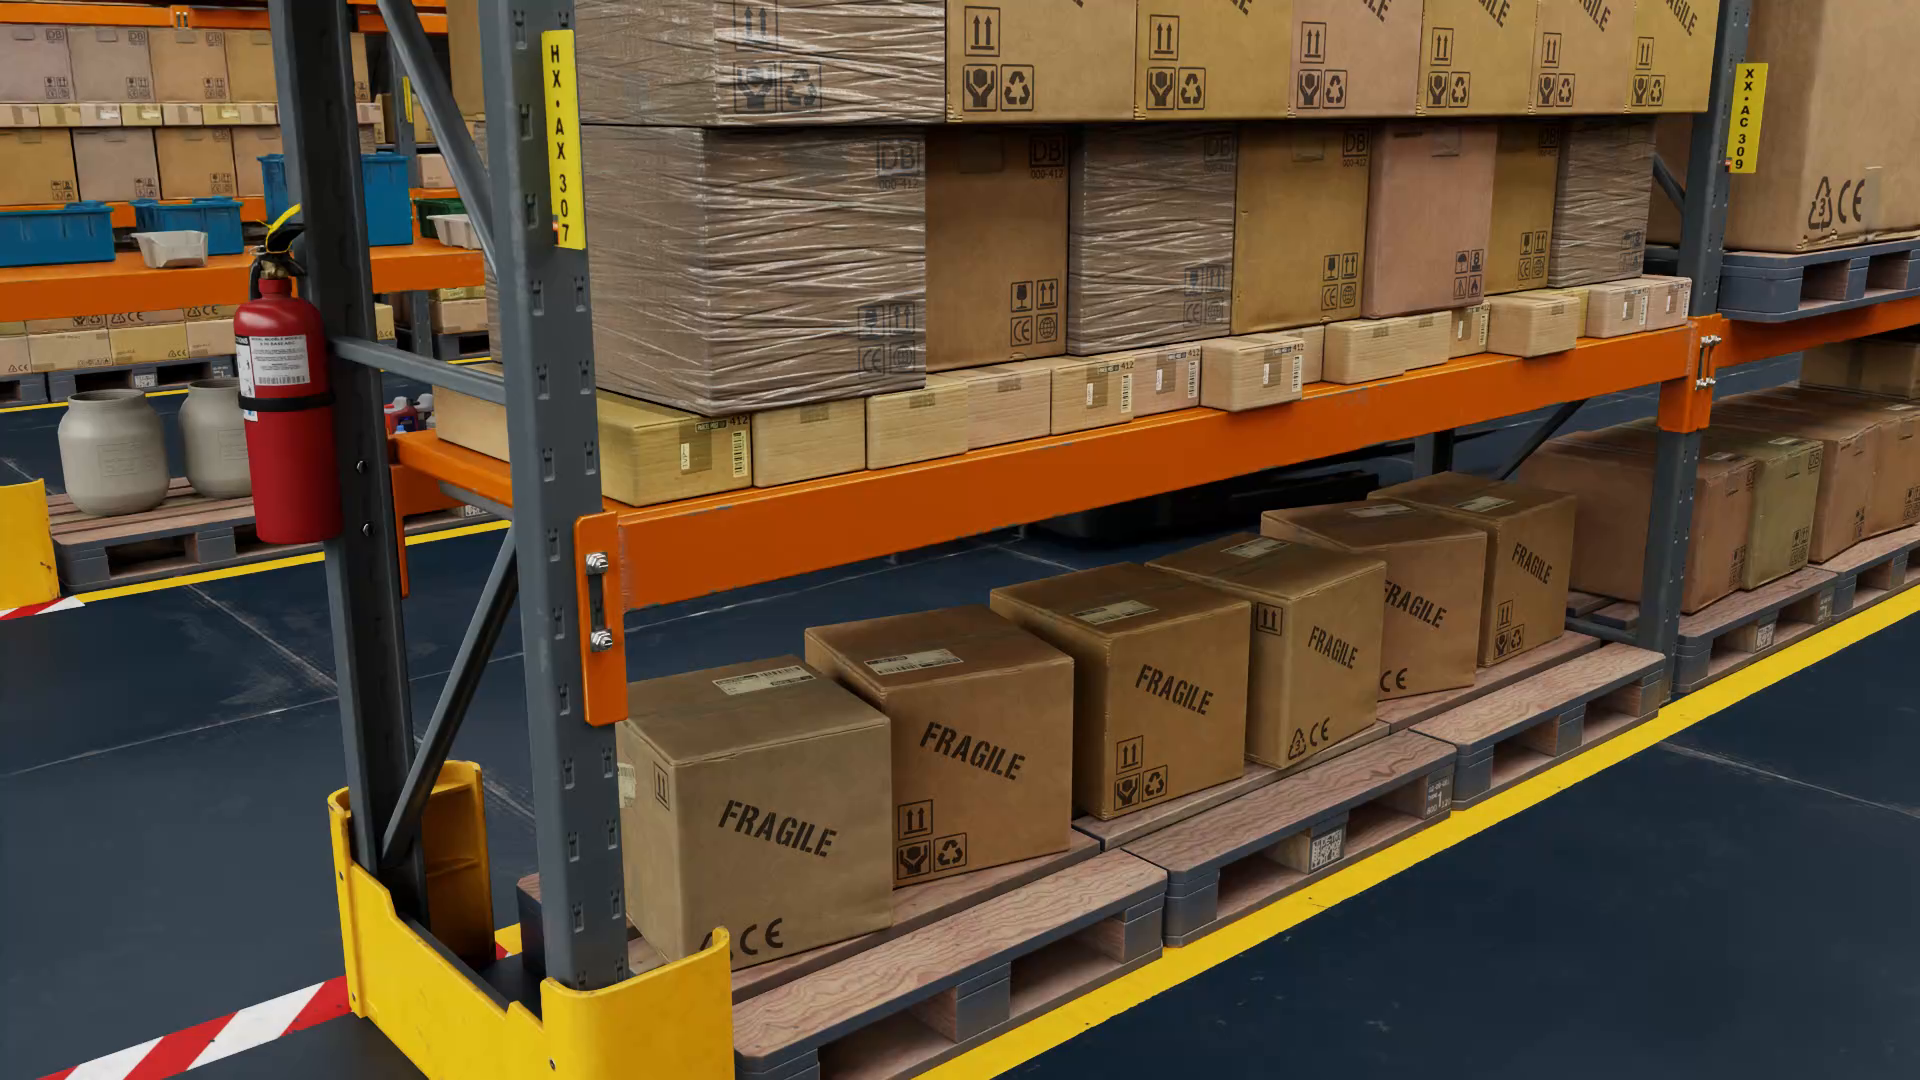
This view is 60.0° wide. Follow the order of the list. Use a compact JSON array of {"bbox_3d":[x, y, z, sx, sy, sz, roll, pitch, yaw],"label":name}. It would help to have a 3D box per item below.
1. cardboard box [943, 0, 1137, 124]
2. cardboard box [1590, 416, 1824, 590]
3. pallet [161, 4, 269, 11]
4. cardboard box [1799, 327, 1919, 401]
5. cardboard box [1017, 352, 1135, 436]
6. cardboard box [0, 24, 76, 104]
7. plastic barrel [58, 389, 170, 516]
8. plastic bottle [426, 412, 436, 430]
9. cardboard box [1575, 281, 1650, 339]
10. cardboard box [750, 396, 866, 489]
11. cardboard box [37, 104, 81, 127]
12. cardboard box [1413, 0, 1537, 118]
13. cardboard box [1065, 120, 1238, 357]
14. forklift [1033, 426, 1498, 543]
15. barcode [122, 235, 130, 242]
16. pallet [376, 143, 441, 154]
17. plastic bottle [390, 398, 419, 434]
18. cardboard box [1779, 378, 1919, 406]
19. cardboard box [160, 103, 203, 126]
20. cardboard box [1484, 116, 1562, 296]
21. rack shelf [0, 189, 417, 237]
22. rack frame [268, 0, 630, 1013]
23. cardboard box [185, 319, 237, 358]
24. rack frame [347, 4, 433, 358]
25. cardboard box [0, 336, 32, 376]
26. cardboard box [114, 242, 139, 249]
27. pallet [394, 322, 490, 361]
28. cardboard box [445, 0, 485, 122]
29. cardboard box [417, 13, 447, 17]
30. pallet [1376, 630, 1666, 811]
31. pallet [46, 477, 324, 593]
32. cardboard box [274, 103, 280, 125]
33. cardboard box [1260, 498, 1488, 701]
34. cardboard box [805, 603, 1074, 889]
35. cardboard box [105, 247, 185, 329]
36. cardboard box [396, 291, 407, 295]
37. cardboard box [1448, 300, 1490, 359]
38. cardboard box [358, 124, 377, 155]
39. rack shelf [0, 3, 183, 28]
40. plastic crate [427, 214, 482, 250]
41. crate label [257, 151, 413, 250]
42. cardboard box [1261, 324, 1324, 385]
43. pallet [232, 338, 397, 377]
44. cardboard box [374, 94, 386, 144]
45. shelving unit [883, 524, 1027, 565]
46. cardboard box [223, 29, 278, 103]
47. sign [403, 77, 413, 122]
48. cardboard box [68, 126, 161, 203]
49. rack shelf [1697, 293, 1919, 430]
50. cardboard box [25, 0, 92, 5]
[{"bbox_3d":[0.006,-1.101,3.353,0.500,0.500,0.500,-13,19,-39],"label":"cardboard box"},{"bbox_3d":[2.898,-0.162,6.536,0.500,0.500,0.700,-13,20,-40],"label":"cardboard box"},{"bbox_3d":[-7.171,-5.316,16.390,1.003,0.211,1.213,-13,19,-39],"label":"pallet"},{"bbox_3d":[4.186,-0.814,7.523,0.500,0.250,0.500,-10,18,-33],"label":"cardboard box"},{"bbox_3d":[0.170,-0.349,3.730,0.250,0.149,0.380,-13,19,-39],"label":"cardboard box"},{"bbox_3d":[-6.296,-3.168,11.091,0.500,0.500,0.700,-13,19,-39],"label":"cardboard box"},{"bbox_3d":[-3.775,-0.394,7.421,0.421,0.512,0.421,0,15,0],"label":"plastic barrel"},{"bbox_3d":[-2.714,-0.564,8.619,0.097,0.201,0.097,0,15,0],"label":"plastic bottle"},{"bbox_3d":[1.884,-0.725,5.138,0.250,0.149,0.380,-13,19,-39],"label":"cardboard box"},{"bbox_3d":[-0.397,-0.222,3.255,0.250,0.149,0.380,-13,19,-39],"label":"cardboard box"},{"bbox_3d":[-6.062,-2.837,11.107,0.250,0.149,0.380,-13,20,-40],"label":"cardboard box"},{"bbox_3d":[1.135,-1.356,4.307,0.500,0.500,0.500,-13,19,-39],"label":"cardboard box"},{"bbox_3d":[0.167,-0.767,4.039,0.500,0.500,0.875,-13,19,-39],"label":"cardboard box"},{"bbox_3d":[1.519,-1.671,8.326,3.031,2.935,1.130,-10,18,-32],"label":"forklift"},{"bbox_3d":[-8.272,-2.988,16.495,0.075,0.075,0.001,-13,19,-39],"label":"barcode"},{"bbox_3d":[-6.156,-4.115,17.715,1.213,0.211,1.003,-13,19,-39],"label":"pallet"},{"bbox_3d":[-2.845,-0.581,8.522,0.133,0.283,0.061,-13,19,-39],"label":"plastic bottle"},{"bbox_3d":[4.163,-0.449,7.610,0.700,0.500,0.500,14,20,42],"label":"cardboard box"},{"bbox_3d":[-5.475,-2.969,11.601,0.250,0.149,0.380,-12,19,-38],"label":"cardboard box"},{"bbox_3d":[1.268,-1.030,5.025,0.500,0.500,0.875,-13,19,-39],"label":"cardboard box"},{"bbox_3d":[-5.961,-2.223,11.655,4.000,0.370,1.077,-13,19,-39],"label":"rack shelf"},{"bbox_3d":[-0.970,-0.303,3.071,0.127,3.000,1.000,-13,19,-39],"label":"rack frame"},{"bbox_3d":[-5.410,-1.493,12.040,0.500,0.250,0.500,-13,19,-39],"label":"cardboard box"},{"bbox_3d":[-4.452,-2.910,12.830,0.127,3.000,1.000,-13,19,-39],"label":"rack frame"},{"bbox_3d":[-6.544,-1.239,11.092,0.500,0.250,0.500,-13,19,-39],"label":"cardboard box"},{"bbox_3d":[-6.138,-1.874,12.016,0.500,0.500,0.500,-13,19,-39],"label":"cardboard box"},{"bbox_3d":[-3.922,-1.695,13.686,1.213,0.211,1.003,-13,19,-39],"label":"pallet"},{"bbox_3d":[-0.717,-1.119,3.420,0.500,0.500,0.500,-13,19,-39],"label":"cardboard box"},{"bbox_3d":[-5.728,-5.858,17.818,0.637,0.503,0.797,-9,18,-32],"label":"cardboard box"},{"bbox_3d":[1.565,0.487,5.516,1.213,0.211,1.003,-13,19,-39],"label":"pallet"},{"bbox_3d":[-3.578,-0.079,7.635,1.213,0.211,1.003,-13,19,-39],"label":"pallet"},{"bbox_3d":[-4.900,-3.097,12.082,0.250,0.149,0.380,-13,20,-41],"label":"cardboard box"},{"bbox_3d":[1.293,0.183,5.283,0.500,0.500,0.500,-6,16,-22],"label":"cardboard box"},{"bbox_3d":[-0.059,0.491,4.128,0.500,0.500,0.500,-7,17,-25],"label":"cardboard box"},{"bbox_3d":[-5.786,-1.770,11.625,0.500,0.500,0.500,-13,19,-39],"label":"cardboard box"},{"bbox_3d":[-4.335,-2.179,13.525,0.500,0.311,0.500,-13,19,-39],"label":"cardboard box"},{"bbox_3d":[1.265,-0.614,4.721,0.250,0.149,0.380,-13,19,-39],"label":"cardboard box"},{"bbox_3d":[-4.783,-2.882,12.532,0.500,0.500,0.700,-13,20,-41],"label":"cardboard box"},{"bbox_3d":[-9.215,-4.636,14.876,4.000,0.370,1.077,-13,19,-39],"label":"rack shelf"},{"bbox_3d":[-2.262,-1.493,8.038,0.437,0.136,0.530,-13,19,-39],"label":"plastic crate"},{"bbox_3d":[-3.010,-1.649,8.041,0.616,0.435,0.502,-13,19,-39],"label":"crate label"},{"bbox_3d":[0.699,-0.487,4.247,0.250,0.149,0.380,-13,19,-39],"label":"cardboard box"},{"bbox_3d":[-5.079,-1.436,12.717,1.213,0.211,1.003,-13,19,-39],"label":"pallet"},{"bbox_3d":[-6.398,-4.425,17.456,0.500,0.500,0.700,-10,18,-32],"label":"cardboard box"},{"bbox_3d":[-0.109,-0.713,7.513,0.755,1.500,0.431,-11,19,-36],"label":"shelving unit"},{"bbox_3d":[-5.163,-3.422,12.043,0.500,0.500,0.700,-13,20,-39],"label":"cardboard box"},{"bbox_3d":[-4.087,-3.258,12.305,0.005,0.325,0.100,-13,19,-39],"label":"sign"},{"bbox_3d":[-5.943,-2.620,11.551,0.500,0.500,0.700,-12,19,-38],"label":"cardboard box"},{"bbox_3d":[3.557,-0.972,6.969,4.000,0.370,1.077,-13,19,-39],"label":"rack shelf"},{"bbox_3d":[-8.315,-5.164,15.224,0.500,0.500,0.500,14,20,42],"label":"cardboard box"}]
